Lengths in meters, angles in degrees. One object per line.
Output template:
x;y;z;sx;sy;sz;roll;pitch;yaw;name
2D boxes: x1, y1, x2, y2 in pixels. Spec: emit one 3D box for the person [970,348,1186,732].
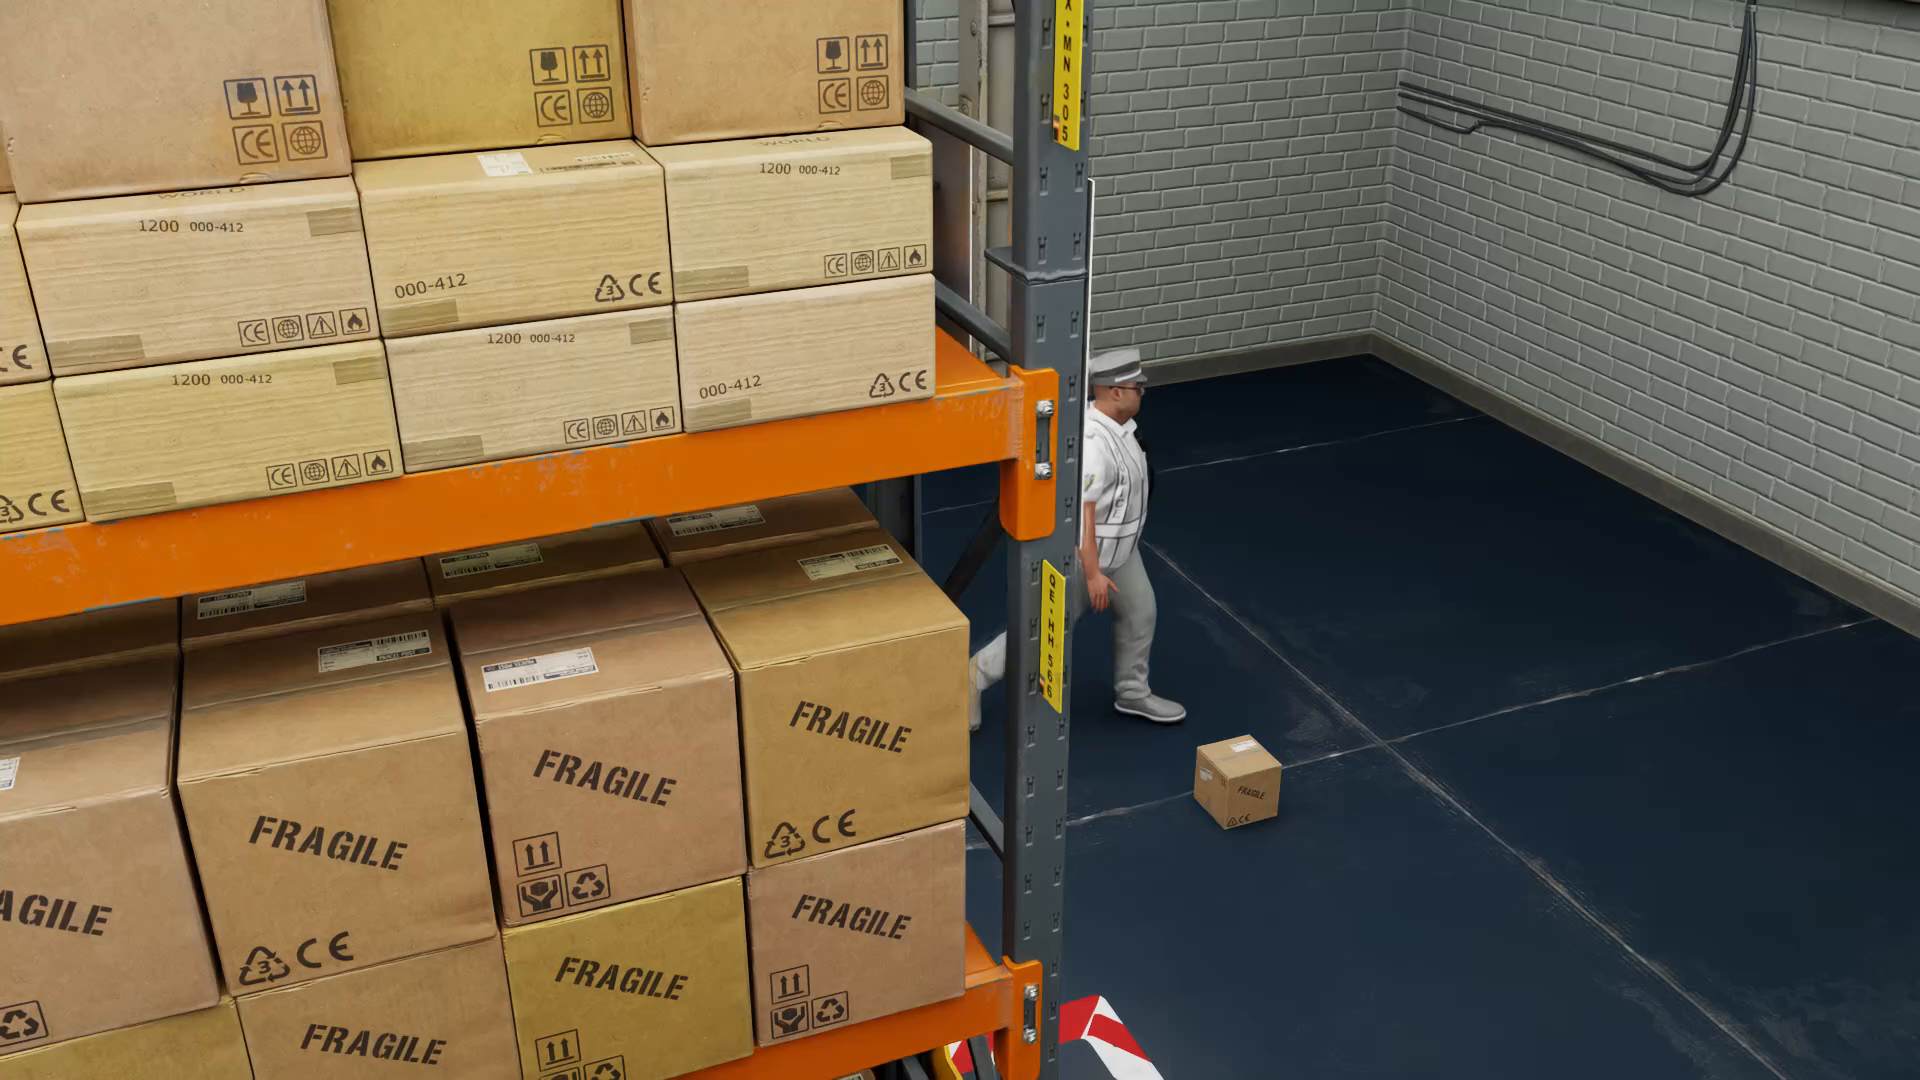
0.466;0.032;7.034;0.953;1.719;0.696;13;29;25;person
